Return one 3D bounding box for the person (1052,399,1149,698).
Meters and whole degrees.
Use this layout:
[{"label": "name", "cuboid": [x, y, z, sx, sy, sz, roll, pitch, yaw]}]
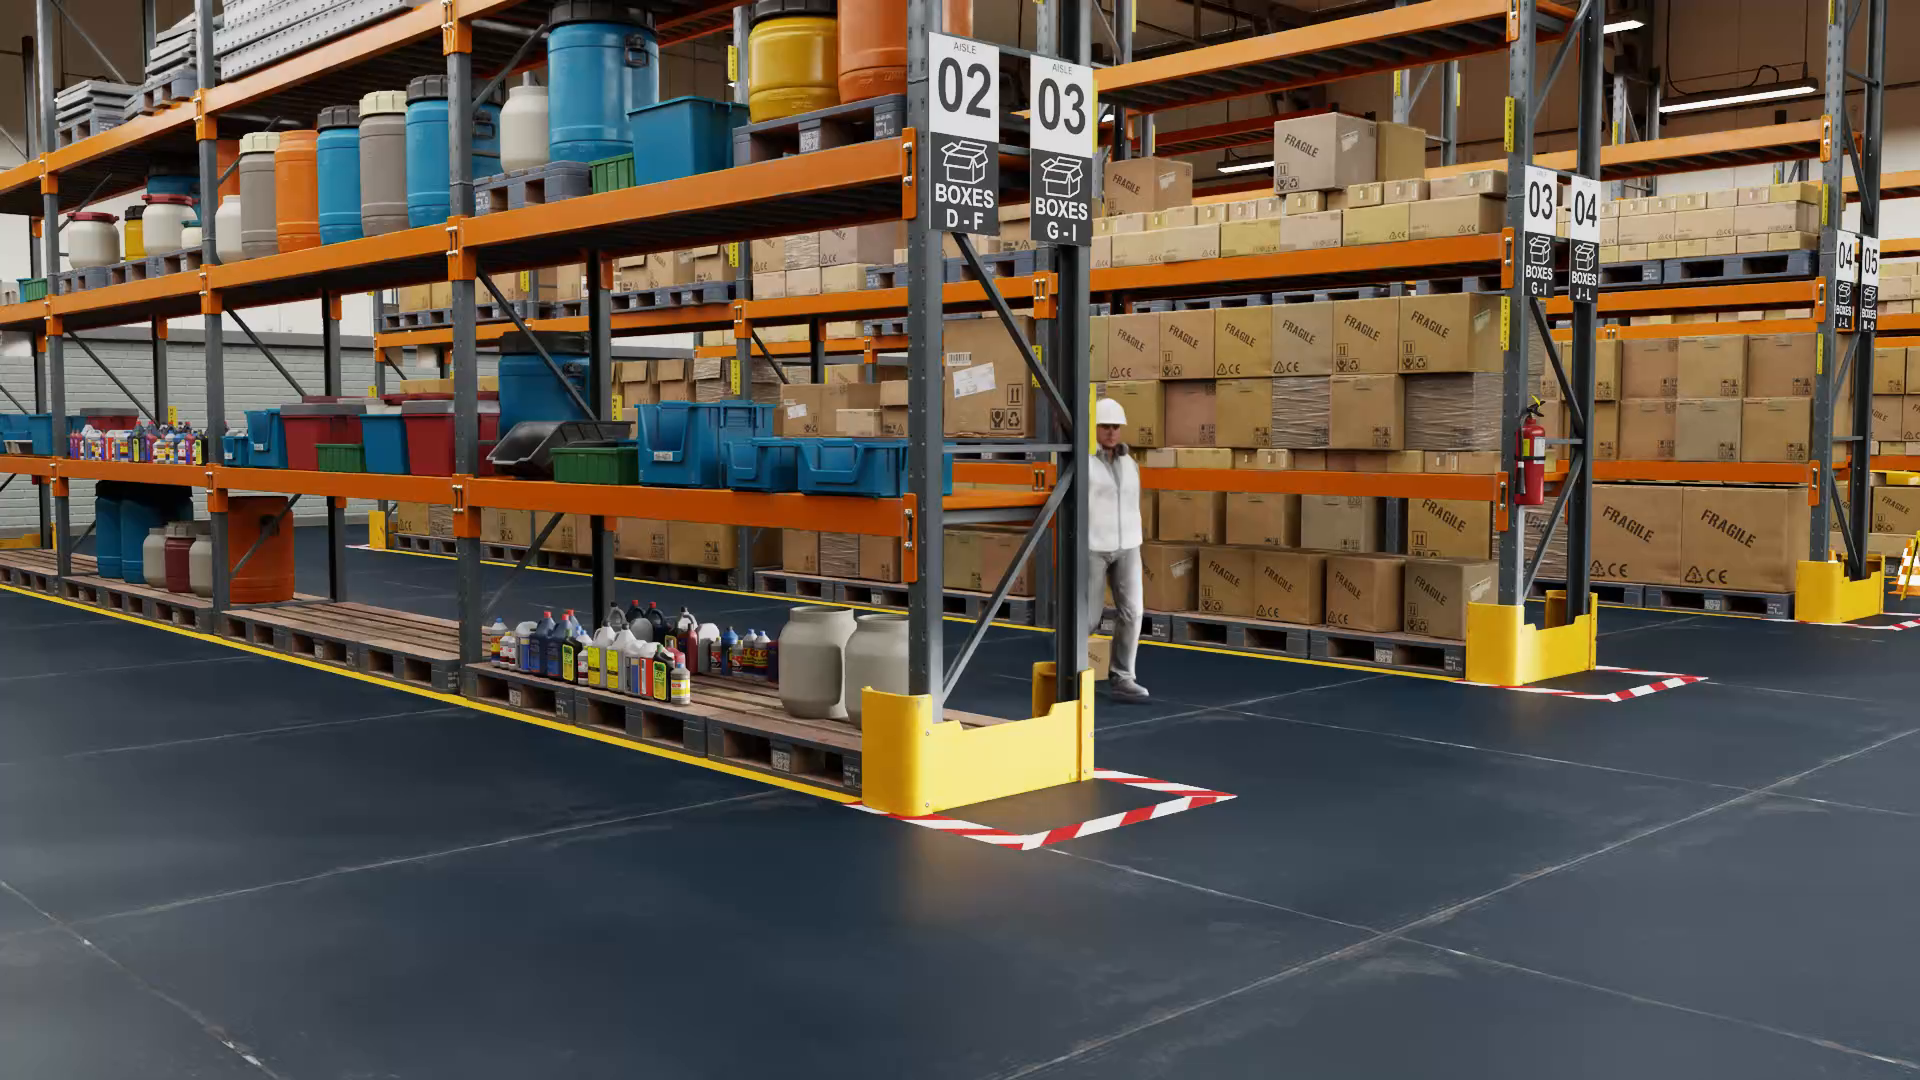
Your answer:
[{"label": "person", "cuboid": [0.813, 0.042, 9.820, 0.567, 1.746, 0.786, -2, 4, -24]}]
